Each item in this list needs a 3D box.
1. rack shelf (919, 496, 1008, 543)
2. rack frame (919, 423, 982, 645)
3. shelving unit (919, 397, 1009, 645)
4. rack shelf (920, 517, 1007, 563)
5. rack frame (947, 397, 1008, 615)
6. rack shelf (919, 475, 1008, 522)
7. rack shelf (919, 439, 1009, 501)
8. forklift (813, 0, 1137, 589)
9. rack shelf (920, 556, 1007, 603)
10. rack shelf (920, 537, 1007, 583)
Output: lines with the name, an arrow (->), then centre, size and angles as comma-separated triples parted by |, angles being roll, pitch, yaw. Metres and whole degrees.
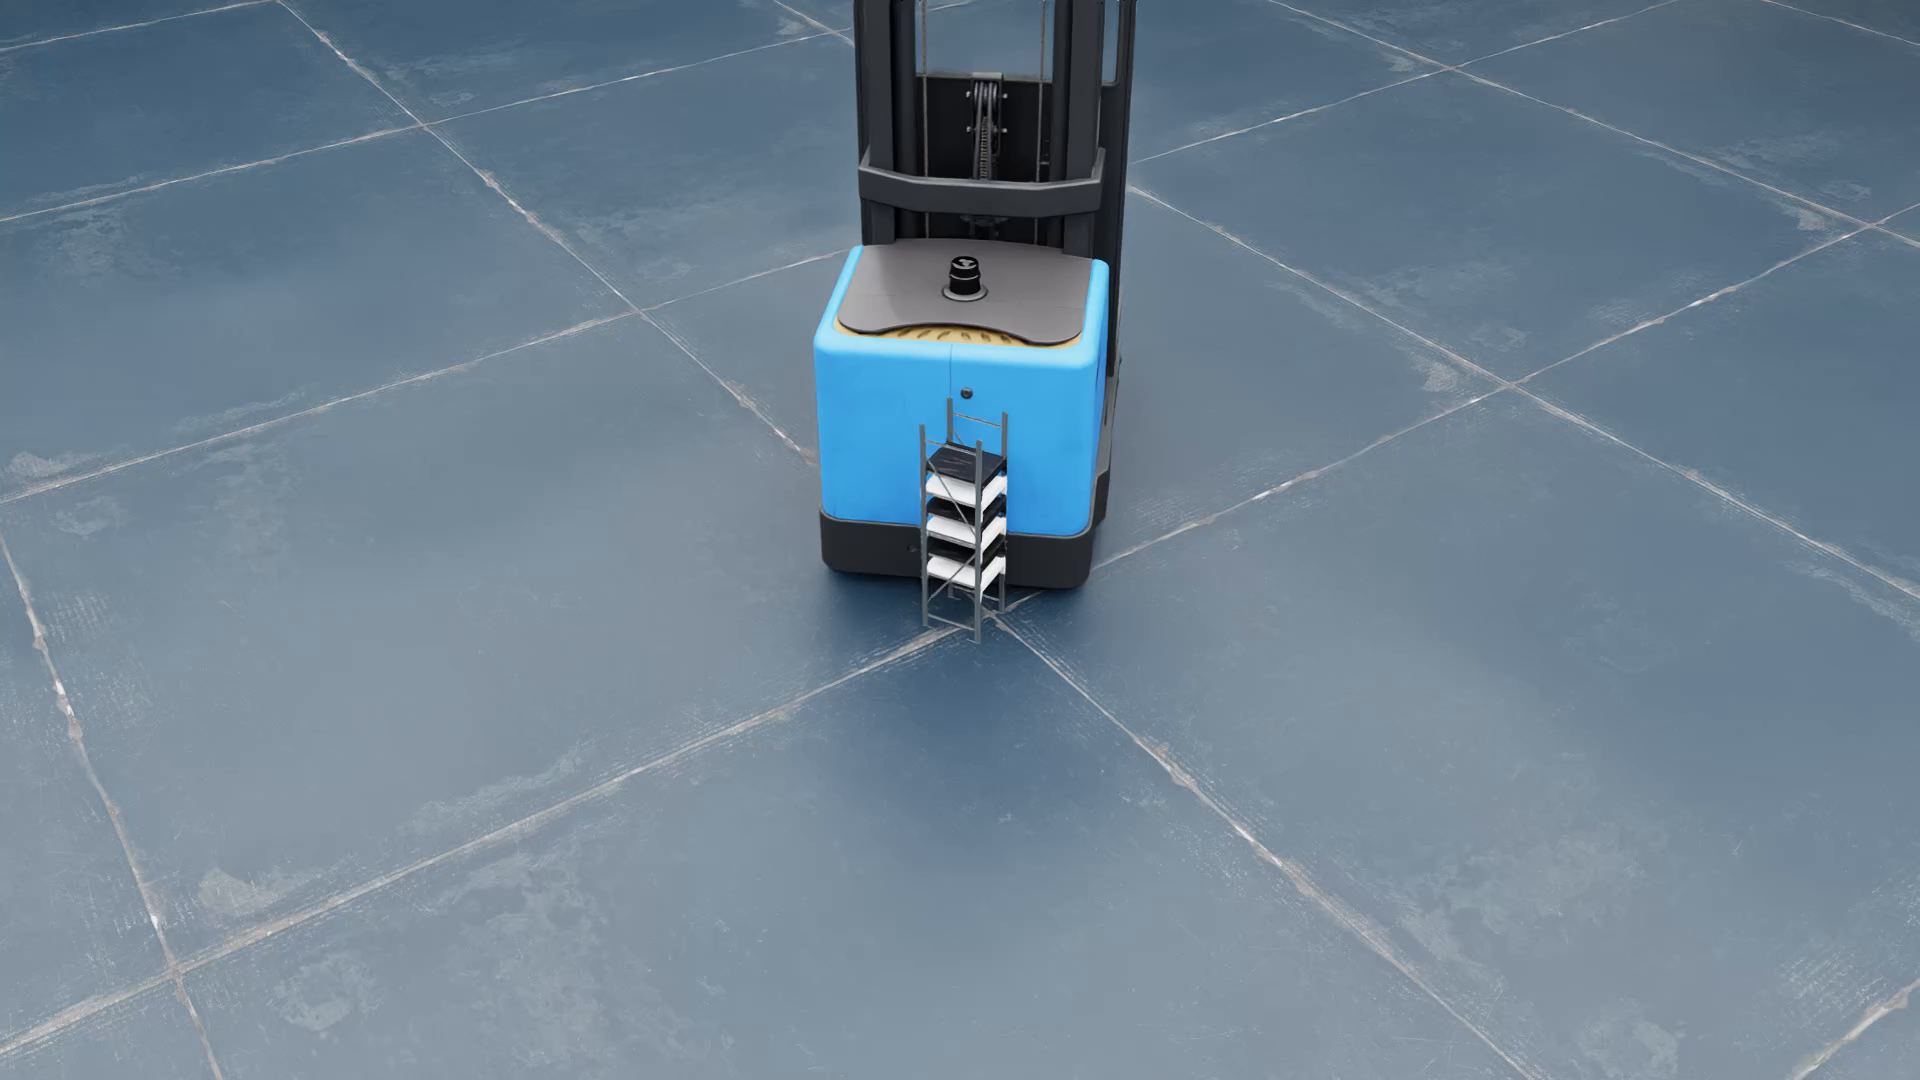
rack shelf -> 0.014, -0.105, 6.028 | 0.258, 0.077, 0.200 | 17, 39, 22
rack frame -> -0.033, -0.006, 5.988 | 0.240, 0.900, 0.006 | 17, 39, 22
shelving unit -> 0.014, -0.059, 6.061 | 0.258, 0.900, 0.210 | 17, 39, 22
rack shelf -> 0.014, -0.032, 6.081 | 0.258, 0.077, 0.200 | 17, 39, 22
rack frame -> 0.061, -0.112, 6.135 | 0.240, 0.900, 0.006 | 17, 39, 22
rack shelf -> 0.014, -0.178, 5.976 | 0.258, 0.077, 0.200 | 17, 39, 22
rack shelf -> 0.014, -0.251, 5.923 | 0.258, 0.077, 0.200 | 17, 39, 22
forklift -> 0.165, -1.853, 6.816 | 1.130, 2.935, 3.031 | 4, 36, 6
rack shelf -> 0.014, 0.114, 6.186 | 0.258, 0.077, 0.200 | 17, 39, 22
rack shelf -> 0.014, 0.041, 6.133 | 0.258, 0.077, 0.200 | 17, 39, 22
